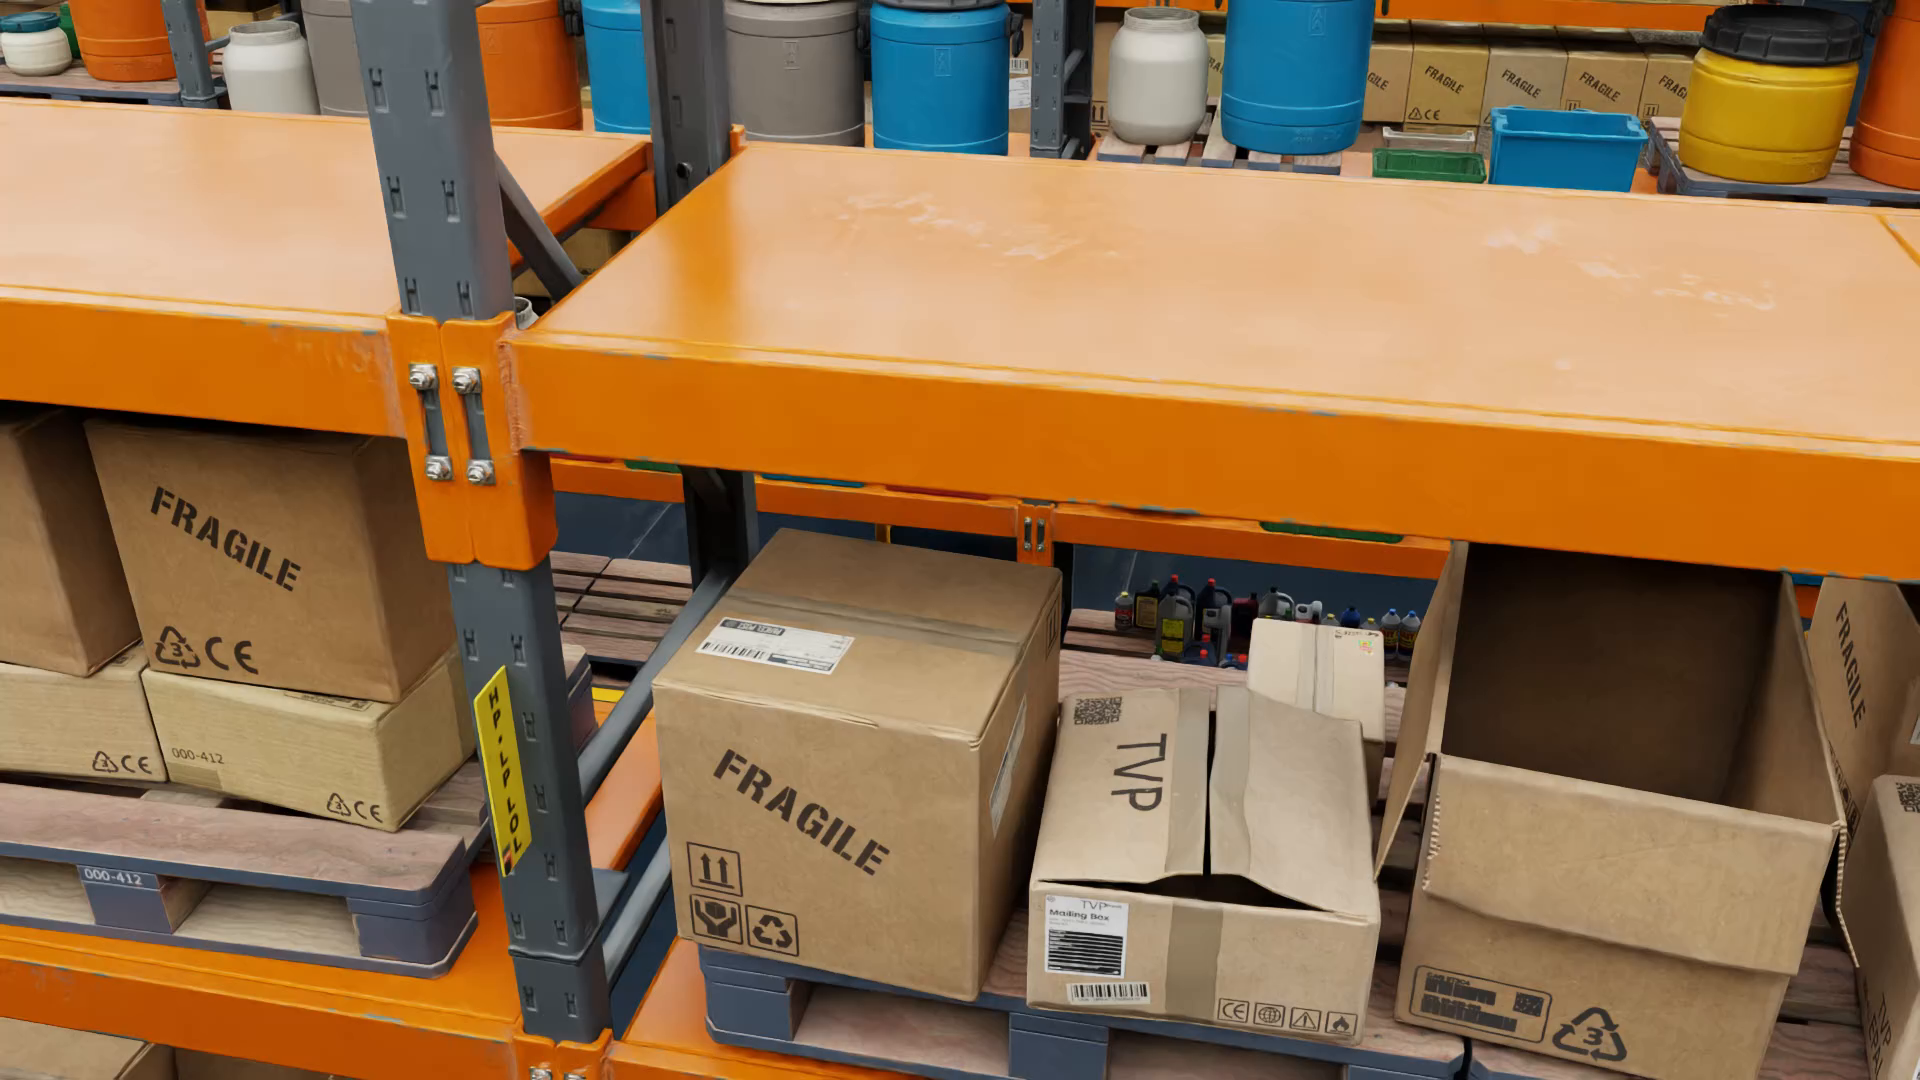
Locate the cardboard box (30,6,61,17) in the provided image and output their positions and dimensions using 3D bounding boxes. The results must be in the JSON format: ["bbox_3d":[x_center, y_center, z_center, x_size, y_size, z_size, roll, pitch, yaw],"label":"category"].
[{"bbox_3d":[-7.326,-4.047,13.583,0.500,0.500,0.500,6,29,11],"label":"cardboard box"}]

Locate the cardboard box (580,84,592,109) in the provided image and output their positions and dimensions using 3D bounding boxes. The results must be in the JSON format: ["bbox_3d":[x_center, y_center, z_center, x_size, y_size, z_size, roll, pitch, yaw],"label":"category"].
[{"bbox_3d":[-2.954,-3.256,12.970,0.500,0.500,0.500,7,29,12],"label":"cardboard box"}]

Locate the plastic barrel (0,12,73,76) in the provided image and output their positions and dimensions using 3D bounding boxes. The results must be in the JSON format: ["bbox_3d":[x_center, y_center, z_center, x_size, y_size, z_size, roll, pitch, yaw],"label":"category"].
[{"bbox_3d":[-4.533,-2.431,8.150,0.301,0.262,0.301,0,29,0],"label":"plastic barrel"}]

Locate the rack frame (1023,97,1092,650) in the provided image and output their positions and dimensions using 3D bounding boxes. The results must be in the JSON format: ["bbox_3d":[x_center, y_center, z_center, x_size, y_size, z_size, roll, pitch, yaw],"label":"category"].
[{"bbox_3d":[0.458,-0.552,8.135,0.127,3.000,1.000,6,29,11],"label":"rack frame"}]

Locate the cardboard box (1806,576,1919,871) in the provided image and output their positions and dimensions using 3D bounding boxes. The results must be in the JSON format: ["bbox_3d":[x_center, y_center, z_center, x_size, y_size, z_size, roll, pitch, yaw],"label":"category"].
[{"bbox_3d":[1.765,0.275,2.813,0.500,0.500,0.500,6,29,11],"label":"cardboard box"}]

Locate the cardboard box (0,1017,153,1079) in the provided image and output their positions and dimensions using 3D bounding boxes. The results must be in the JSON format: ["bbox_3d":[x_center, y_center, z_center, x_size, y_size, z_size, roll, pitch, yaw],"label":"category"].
[{"bbox_3d":[-2.333,1.542,4.205,0.500,0.500,0.500,6,29,11],"label":"cardboard box"}]

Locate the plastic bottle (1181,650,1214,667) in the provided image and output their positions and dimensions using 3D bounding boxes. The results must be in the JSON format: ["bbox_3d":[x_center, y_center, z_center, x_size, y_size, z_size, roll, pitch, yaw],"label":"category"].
[{"bbox_3d":[1.161,0.693,8.161,0.185,0.351,0.144,7,29,12],"label":"plastic bottle"}]

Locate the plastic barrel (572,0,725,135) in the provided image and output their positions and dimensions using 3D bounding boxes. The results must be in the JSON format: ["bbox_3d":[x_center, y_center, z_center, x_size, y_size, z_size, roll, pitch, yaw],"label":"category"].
[{"bbox_3d":[-1.364,-2.168,7.440,0.708,0.901,0.600,6,29,11],"label":"plastic barrel"}]

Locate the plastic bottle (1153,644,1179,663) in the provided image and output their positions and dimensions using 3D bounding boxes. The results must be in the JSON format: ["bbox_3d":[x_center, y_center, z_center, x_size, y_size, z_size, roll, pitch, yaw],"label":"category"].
[{"bbox_3d":[1.022,0.654,8.303,0.133,0.283,0.061,6,29,11],"label":"plastic bottle"}]

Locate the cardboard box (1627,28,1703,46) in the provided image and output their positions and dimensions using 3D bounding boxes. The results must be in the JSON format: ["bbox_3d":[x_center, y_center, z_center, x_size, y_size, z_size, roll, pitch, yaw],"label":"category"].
[{"bbox_3d":[4.923,-3.273,11.650,0.500,0.500,0.500,6,29,11],"label":"cardboard box"}]

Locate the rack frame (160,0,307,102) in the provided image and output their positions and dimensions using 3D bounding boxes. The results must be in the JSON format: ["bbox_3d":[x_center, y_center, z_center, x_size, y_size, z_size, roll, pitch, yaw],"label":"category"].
[{"bbox_3d":[-3.454,-3.585,7.427,0.127,3.000,1.000,6,29,11],"label":"rack frame"}]

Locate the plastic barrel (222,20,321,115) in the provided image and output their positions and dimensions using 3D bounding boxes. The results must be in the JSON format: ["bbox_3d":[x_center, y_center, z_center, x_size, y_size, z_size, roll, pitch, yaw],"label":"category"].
[{"bbox_3d":[-3.214,-2.143,7.800,0.421,0.512,0.421,0,29,0],"label":"plastic barrel"}]

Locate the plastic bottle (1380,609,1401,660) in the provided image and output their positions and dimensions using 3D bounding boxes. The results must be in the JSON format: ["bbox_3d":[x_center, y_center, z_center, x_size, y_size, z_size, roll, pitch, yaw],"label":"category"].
[{"bbox_3d":[2.229,0.480,8.632,0.097,0.271,0.097,0,29,0],"label":"plastic bottle"}]

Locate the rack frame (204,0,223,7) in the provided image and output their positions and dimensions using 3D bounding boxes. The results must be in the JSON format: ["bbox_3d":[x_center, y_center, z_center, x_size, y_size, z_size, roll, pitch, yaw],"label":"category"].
[{"bbox_3d":[-6.331,-3.680,13.849,0.127,3.000,1.000,6,29,11],"label":"rack frame"}]

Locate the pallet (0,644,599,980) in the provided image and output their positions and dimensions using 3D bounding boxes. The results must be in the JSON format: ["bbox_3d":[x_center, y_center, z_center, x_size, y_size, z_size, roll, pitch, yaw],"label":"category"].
[{"bbox_3d":[-1.445,0.460,3.362,1.217,0.209,0.805,5,29,9],"label":"pallet"}]

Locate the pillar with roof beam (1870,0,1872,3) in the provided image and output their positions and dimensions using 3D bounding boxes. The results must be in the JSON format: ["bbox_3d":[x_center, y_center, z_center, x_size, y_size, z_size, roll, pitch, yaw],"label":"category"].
[{"bbox_3d":[12.983,-9.963,19.078,0.400,9.000,9.100,6,29,11],"label":"pillar with roof beam"}]

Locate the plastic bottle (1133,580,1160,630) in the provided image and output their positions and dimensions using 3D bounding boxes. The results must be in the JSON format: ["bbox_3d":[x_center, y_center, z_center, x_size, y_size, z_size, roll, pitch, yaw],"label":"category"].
[{"bbox_3d":[0.998,0.340,8.876,0.133,0.283,0.061,7,30,13],"label":"plastic bottle"}]

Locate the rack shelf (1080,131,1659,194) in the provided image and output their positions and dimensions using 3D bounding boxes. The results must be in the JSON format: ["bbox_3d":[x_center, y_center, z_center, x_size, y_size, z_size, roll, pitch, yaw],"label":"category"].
[{"bbox_3d":[2.414,-1.352,7.221,4.000,0.370,1.077,6,29,11],"label":"rack shelf"}]

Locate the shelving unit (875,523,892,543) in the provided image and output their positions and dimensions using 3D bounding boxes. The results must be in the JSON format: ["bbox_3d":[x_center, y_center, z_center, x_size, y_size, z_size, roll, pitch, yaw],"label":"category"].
[{"bbox_3d":[0.075,-0.650,9.876,1.083,1.500,0.587,6,29,11],"label":"shelving unit"}]

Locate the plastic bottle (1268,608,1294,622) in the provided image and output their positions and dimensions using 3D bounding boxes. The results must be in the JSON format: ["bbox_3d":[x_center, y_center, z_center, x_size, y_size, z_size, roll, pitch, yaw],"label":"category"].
[{"bbox_3d":[1.655,0.478,8.624,0.133,0.283,0.061,6,29,11],"label":"plastic bottle"}]

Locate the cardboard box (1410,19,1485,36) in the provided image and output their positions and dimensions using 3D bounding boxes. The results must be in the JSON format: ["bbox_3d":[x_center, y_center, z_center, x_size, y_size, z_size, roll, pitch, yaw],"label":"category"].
[{"bbox_3d":[3.456,-3.423,11.924,0.500,0.500,0.500,6,29,11],"label":"cardboard box"}]

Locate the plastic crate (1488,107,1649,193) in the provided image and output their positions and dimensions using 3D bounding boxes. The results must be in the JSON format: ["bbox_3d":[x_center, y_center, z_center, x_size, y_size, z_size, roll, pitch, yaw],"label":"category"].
[{"bbox_3d":[2.442,-1.509,6.776,0.575,0.384,0.392,6,29,11],"label":"plastic crate"}]

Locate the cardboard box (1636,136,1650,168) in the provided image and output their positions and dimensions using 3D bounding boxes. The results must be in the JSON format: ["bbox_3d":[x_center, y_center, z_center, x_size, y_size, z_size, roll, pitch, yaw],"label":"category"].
[{"bbox_3d":[4.872,-2.719,11.679,0.500,0.500,0.875,6,29,11],"label":"cardboard box"}]

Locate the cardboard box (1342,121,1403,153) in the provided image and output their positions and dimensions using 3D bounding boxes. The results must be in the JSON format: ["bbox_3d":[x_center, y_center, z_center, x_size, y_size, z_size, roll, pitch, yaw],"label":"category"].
[{"bbox_3d":[2.911,-2.909,12.025,0.500,0.500,0.875,6,29,11],"label":"cardboard box"}]

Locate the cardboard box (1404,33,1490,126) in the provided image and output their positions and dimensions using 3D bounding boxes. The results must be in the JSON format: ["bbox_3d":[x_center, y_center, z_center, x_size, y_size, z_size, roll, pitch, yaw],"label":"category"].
[{"bbox_3d":[3.349,-3.182,11.483,0.500,0.500,0.500,6,29,11],"label":"cardboard box"}]

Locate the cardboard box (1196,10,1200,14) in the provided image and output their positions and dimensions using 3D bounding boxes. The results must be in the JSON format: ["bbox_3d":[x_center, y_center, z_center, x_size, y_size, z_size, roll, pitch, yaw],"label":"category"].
[{"bbox_3d":[2.169,-5.420,16.923,0.500,0.500,0.500,6,29,11],"label":"cardboard box"}]

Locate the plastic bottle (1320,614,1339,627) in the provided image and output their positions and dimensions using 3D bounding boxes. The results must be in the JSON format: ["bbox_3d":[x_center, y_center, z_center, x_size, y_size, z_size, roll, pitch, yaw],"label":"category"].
[{"bbox_3d":[1.931,0.481,8.705,0.097,0.201,0.097,0,29,0],"label":"plastic bottle"}]

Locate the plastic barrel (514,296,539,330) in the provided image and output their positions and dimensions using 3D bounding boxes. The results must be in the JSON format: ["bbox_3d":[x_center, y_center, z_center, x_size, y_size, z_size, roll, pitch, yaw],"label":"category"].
[{"bbox_3d":[-2.403,-0.999,8.835,0.421,0.512,0.421,0,29,0],"label":"plastic barrel"}]

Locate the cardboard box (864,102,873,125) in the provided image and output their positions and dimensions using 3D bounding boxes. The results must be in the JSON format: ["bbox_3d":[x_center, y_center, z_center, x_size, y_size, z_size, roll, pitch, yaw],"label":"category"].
[{"bbox_3d":[-0.828,-3.121,12.547,0.500,0.250,0.500,5,29,9],"label":"cardboard box"}]

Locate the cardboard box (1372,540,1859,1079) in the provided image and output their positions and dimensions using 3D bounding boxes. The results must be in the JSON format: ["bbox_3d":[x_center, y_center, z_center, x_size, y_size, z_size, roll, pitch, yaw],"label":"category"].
[{"bbox_3d":[1.004,0.392,2.597,0.637,0.503,0.797,9,30,16],"label":"cardboard box"}]

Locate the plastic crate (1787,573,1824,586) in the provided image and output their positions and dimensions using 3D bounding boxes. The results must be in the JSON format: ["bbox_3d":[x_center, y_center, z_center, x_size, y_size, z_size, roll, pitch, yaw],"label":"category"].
[{"bbox_3d":[3.818,0.005,7.273,0.616,0.251,0.499,6,29,11],"label":"plastic crate"}]

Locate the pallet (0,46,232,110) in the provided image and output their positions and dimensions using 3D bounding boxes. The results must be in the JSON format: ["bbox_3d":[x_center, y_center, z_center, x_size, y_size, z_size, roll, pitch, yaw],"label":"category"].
[{"bbox_3d":[-4.181,-2.309,8.416,1.213,0.211,1.003,6,29,11],"label":"pallet"}]

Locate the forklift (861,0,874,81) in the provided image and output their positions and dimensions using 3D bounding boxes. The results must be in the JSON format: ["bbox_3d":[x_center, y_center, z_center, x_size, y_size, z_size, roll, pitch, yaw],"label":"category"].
[{"bbox_3d":[-0.826,-2.469,11.707,1.130,2.935,3.031,-9,30,-16],"label":"forklift"}]

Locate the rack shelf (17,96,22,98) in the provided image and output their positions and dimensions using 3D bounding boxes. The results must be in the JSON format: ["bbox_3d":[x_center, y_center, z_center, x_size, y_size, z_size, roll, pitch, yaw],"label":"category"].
[{"bbox_3d":[-5.410,-2.154,8.686,4.000,0.370,1.077,6,29,11],"label":"rack shelf"}]

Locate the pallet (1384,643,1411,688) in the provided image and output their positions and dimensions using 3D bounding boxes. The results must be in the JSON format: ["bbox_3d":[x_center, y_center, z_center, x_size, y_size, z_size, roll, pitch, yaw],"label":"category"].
[{"bbox_3d":[2.303,0.879,8.424,1.213,0.211,1.003,6,29,11],"label":"pallet"}]

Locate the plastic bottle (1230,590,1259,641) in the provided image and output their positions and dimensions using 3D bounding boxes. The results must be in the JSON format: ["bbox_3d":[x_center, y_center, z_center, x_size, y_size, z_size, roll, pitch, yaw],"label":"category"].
[{"bbox_3d":[1.504,0.392,8.781,0.133,0.283,0.061,8,30,14],"label":"plastic bottle"}]

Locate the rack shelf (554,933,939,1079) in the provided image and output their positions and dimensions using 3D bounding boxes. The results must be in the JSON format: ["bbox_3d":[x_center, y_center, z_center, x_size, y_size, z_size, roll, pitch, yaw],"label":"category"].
[{"bbox_3d":[1.376,0.974,2.972,4.000,0.370,1.077,6,29,11],"label":"rack shelf"}]

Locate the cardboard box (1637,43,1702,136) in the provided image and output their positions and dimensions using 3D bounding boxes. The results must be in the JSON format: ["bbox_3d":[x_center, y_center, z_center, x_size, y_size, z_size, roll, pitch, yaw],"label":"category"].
[{"bbox_3d":[4.815,-3.029,11.204,0.500,0.500,0.500,6,29,11],"label":"cardboard box"}]

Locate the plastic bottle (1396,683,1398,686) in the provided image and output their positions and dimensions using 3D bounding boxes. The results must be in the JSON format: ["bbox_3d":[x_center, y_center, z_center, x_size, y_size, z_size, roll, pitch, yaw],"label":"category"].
[{"bbox_3d":[2.114,0.793,8.134,0.097,0.201,0.097,0,29,0],"label":"plastic bottle"}]

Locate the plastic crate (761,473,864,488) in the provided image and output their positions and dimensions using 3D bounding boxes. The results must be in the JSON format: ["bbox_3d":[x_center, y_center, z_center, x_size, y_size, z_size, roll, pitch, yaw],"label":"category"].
[{"bbox_3d":[-0.686,-0.509,8.074,0.575,0.384,0.392,6,29,11],"label":"plastic crate"}]

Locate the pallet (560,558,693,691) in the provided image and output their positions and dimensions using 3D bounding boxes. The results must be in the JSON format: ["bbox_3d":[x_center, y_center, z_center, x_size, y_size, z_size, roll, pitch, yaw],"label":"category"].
[{"bbox_3d":[-1.515,0.489,9.136,1.213,0.211,1.003,6,29,11],"label":"pallet"}]

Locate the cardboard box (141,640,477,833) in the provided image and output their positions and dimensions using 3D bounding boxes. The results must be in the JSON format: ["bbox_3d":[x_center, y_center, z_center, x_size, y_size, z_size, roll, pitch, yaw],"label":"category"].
[{"bbox_3d":[-1.180,0.273,3.222,0.500,0.250,0.500,9,30,16],"label":"cardboard box"}]

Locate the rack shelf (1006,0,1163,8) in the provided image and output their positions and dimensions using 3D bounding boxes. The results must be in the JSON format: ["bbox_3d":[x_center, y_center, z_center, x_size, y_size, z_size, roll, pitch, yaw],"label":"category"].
[{"bbox_3d":[-0.463,-4.079,12.202,4.000,0.370,1.077,6,29,11],"label":"rack shelf"}]

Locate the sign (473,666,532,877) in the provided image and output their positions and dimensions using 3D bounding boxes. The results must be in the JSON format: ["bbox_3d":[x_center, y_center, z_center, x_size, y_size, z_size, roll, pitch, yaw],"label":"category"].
[{"bbox_3d":[-0.684,0.349,2.499,0.005,0.325,0.100,6,29,11],"label":"sign"}]

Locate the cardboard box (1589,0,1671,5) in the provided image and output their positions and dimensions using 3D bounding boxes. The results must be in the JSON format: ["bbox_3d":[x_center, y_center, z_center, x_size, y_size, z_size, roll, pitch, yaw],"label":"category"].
[{"bbox_3d":[4.391,-3.705,10.926,0.500,0.250,0.500,6,29,11],"label":"cardboard box"}]

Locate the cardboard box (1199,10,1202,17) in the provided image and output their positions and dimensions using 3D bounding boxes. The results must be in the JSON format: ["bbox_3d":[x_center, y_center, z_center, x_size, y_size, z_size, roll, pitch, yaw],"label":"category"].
[{"bbox_3d":[3.049,-6.615,21.508,0.625,0.372,0.950,6,29,11],"label":"cardboard box"}]

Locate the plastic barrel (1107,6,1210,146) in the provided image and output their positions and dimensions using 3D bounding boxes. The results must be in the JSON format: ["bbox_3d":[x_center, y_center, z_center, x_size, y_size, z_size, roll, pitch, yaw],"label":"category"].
[{"bbox_3d":[0.838,-1.965,7.039,0.421,0.512,0.421,0,29,0],"label":"plastic barrel"}]

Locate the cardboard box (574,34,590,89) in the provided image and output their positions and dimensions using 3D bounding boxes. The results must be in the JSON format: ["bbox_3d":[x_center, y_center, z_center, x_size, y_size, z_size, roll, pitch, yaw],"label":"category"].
[{"bbox_3d":[-3.131,-3.844,12.999,0.637,0.503,0.797,7,29,12],"label":"cardboard box"}]
